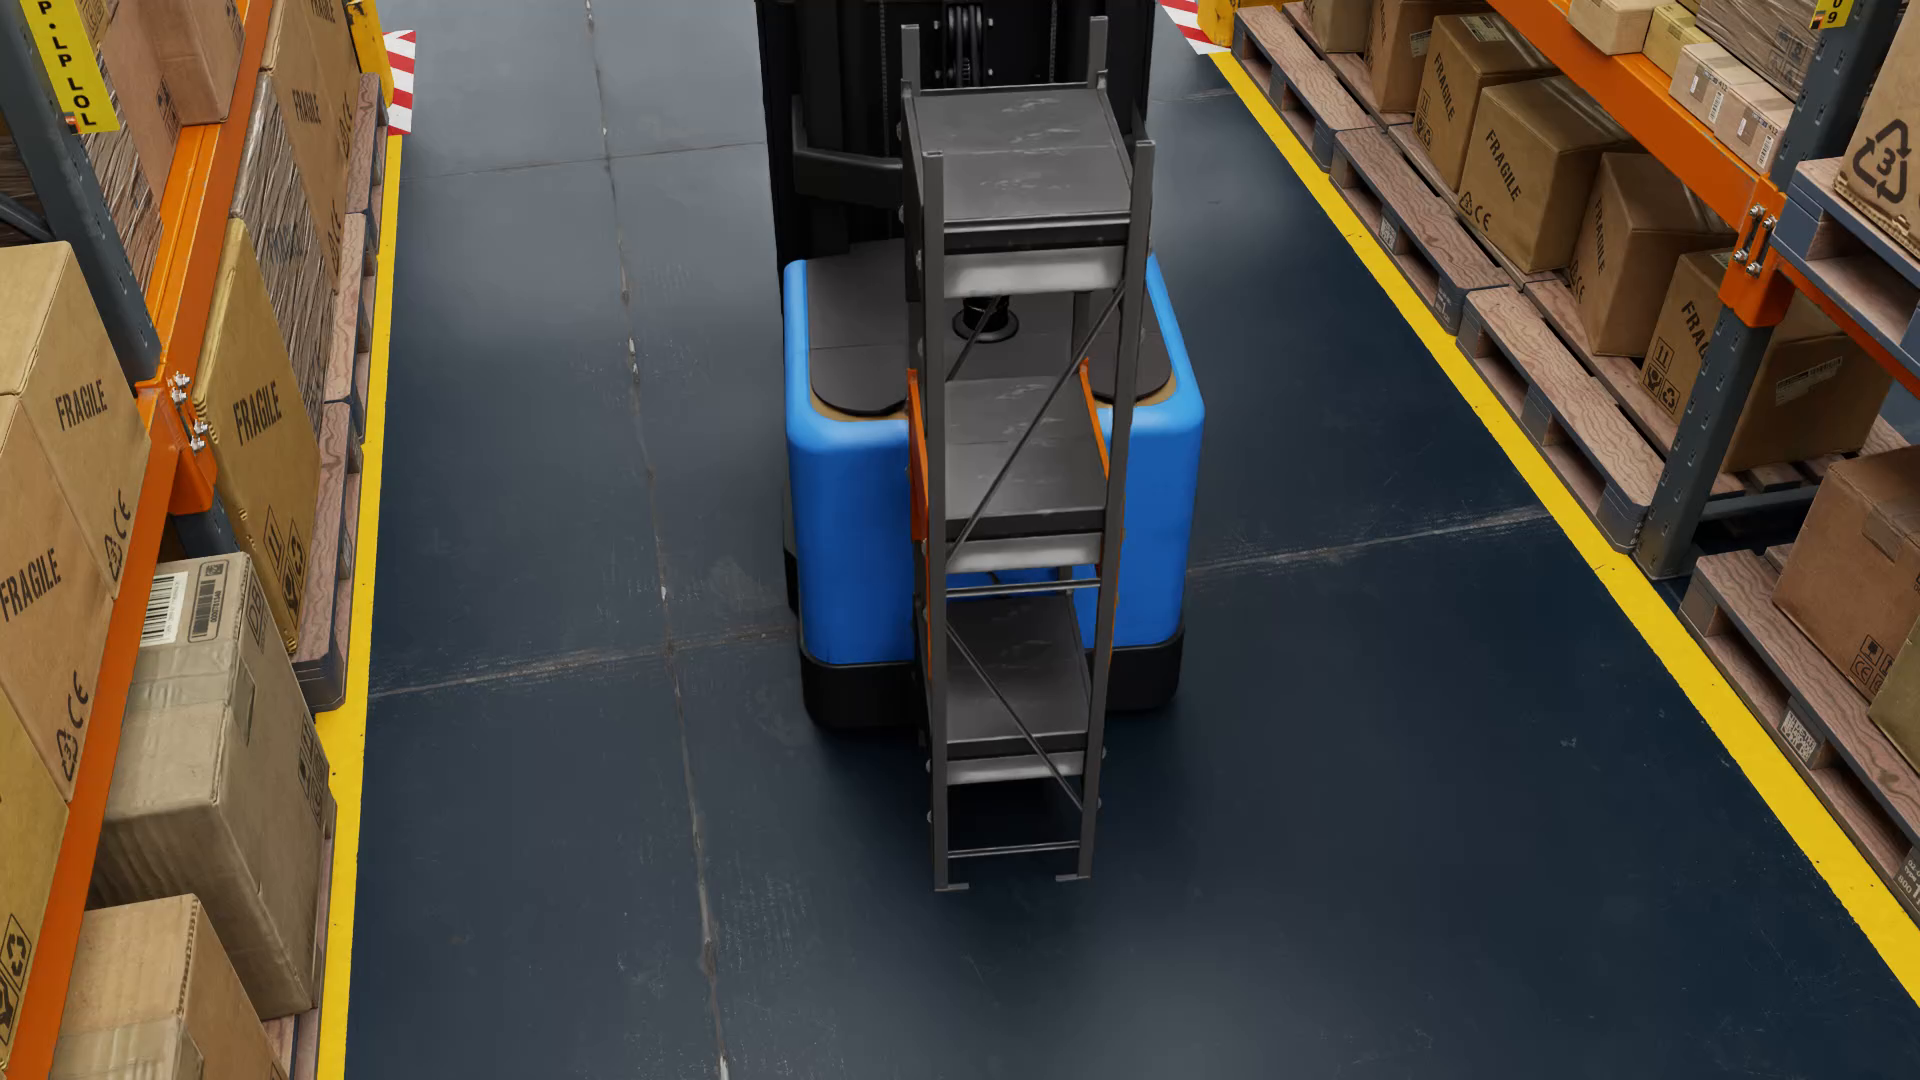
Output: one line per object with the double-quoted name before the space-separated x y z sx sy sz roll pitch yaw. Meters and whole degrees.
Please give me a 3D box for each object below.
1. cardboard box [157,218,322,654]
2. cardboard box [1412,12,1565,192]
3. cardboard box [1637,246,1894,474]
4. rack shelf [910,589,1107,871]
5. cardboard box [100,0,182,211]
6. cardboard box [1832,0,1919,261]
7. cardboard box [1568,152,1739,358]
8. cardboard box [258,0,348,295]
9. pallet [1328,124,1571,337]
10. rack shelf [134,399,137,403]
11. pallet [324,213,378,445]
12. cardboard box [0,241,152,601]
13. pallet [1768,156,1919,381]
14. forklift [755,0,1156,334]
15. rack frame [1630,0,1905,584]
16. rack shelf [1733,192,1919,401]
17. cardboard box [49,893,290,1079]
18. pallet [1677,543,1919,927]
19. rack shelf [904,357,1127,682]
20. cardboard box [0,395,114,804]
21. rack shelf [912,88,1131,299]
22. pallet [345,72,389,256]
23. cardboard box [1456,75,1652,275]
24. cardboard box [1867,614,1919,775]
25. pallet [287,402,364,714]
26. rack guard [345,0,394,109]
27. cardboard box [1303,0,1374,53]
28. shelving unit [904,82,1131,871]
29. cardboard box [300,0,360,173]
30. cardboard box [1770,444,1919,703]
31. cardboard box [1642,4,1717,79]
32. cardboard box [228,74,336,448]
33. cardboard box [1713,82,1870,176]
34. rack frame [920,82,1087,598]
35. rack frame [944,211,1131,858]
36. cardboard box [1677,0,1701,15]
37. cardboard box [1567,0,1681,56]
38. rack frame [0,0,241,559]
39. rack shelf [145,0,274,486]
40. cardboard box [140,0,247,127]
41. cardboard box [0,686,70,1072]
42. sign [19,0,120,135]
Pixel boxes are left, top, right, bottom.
"cardboard box" -2.338 -0.236 4.540 0.875 0.875 0.875 -8 42 -9
"cardboard box" 2.128 -1.718 6.492 0.500 0.500 0.500 -5 42 -5
"cardboard box" 2.547 -0.588 5.220 0.500 0.500 0.500 -10 42 -11
"rack shelf" 0.110 0.469 4.209 0.431 0.518 0.480 -4 43 -4
"cardboard box" -2.503 -1.102 4.119 0.875 0.550 0.550 -8 42 -9
"cardboard box" 2.629 -0.947 3.289 1.000 1.000 1.000 -8 42 -9
"cardboard box" 2.224 -2.451 6.008 1.144 2.239 2.984 4 42 4
"cardboard box" -2.731 -1.411 5.864 0.875 0.875 0.875 -9 42 -10
"pallet" 2.148 -1.281 6.534 1.003 0.211 1.213 -8 42 -9
"rack shelf" -1.839 1.037 2.217 0.919 0.124 3.809 -8 42 -9
"pallet" -2.625 -0.709 5.890 1.003 0.211 1.213 -8 42 -9
"cardboard box" -1.897 -0.193 3.133 0.500 0.500 0.500 -9 42 -10
"pallet" 2.617 -0.513 3.713 1.003 0.211 1.213 -8 42 -9
"forklift" -0.029 -1.551 4.789 1.121 2.935 3.031 -3 42 -4
"rack frame" 2.594 -1.101 4.231 1.000 3.000 0.127 -8 42 -9
"rack shelf" 3.026 0.465 3.009 1.077 0.370 4.000 -8 42 -9
"cardboard box" -1.844 1.244 2.967 1.050 0.750 0.750 -8 42 -9
"pallet" 2.764 0.447 4.588 1.003 0.211 1.213 -8 42 -9
"rack shelf" 0.110 -0.048 3.737 0.431 0.518 0.480 -4 43 -4
"cardboard box" -1.788 0.134 2.764 0.500 0.500 0.500 -9 42 -10
"rack shelf" 0.111 -0.666 3.173 0.368 0.174 0.457 -4 43 -4
"pallet" -2.885 -1.498 6.779 1.003 0.211 1.213 -8 42 -9
"cardboard box" 2.205 -1.349 6.077 0.500 0.500 0.500 -12 43 -13
"cardboard box" 2.790 0.382 4.111 0.700 0.500 0.500 -9 42 -10
"pallet" -2.358 0.083 4.997 1.003 0.211 1.213 -8 42 -9
"rack guard" -3.139 -2.129 7.272 1.175 0.500 0.348 -8 42 -9
"cardboard box" 1.849 -2.509 7.383 0.500 0.500 0.500 -1 42 -1
"shelving unit" -5.575 -0.652 2.028 11.920 5.104 1.038 -4 43 -4
"cardboard box" -2.923 -1.981 6.506 0.875 0.875 0.875 -8 42 -9
"cardboard box" 2.706 0.071 4.462 0.700 0.500 0.500 -11 43 -13
"cardboard box" 2.221 -1.438 4.800 0.380 0.149 0.250 -8 42 -9
"cardboard box" -2.536 -0.820 5.198 0.875 0.875 0.875 -8 42 -9
"cardboard box" 2.261 -1.104 4.424 0.380 0.149 0.250 -8 42 -9
"rack frame" 0.084 -0.221 3.907 0.380 1.831 0.006 -4 43 -4
"rack frame" 0.134 0.106 3.549 0.380 1.831 0.006 -4 43 -4
"cardboard box" 2.484 -1.879 4.808 0.875 0.500 0.500 -8 42 -9
"cardboard box" 2.058 -1.584 4.964 0.380 0.149 0.250 -8 42 -9
"rack frame" -2.271 -0.456 3.504 1.000 3.000 0.127 -8 42 -9
"rack shelf" -2.702 -1.483 5.203 1.077 0.370 4.000 -8 42 -9
"cardboard box" -2.504 -1.469 4.533 0.875 0.550 0.550 -8 42 -9
"cardboard box" -1.679 0.462 2.395 0.500 0.500 0.500 -8 42 -9
"sign" -1.743 -0.943 3.240 0.100 0.325 0.005 -8 42 -9
